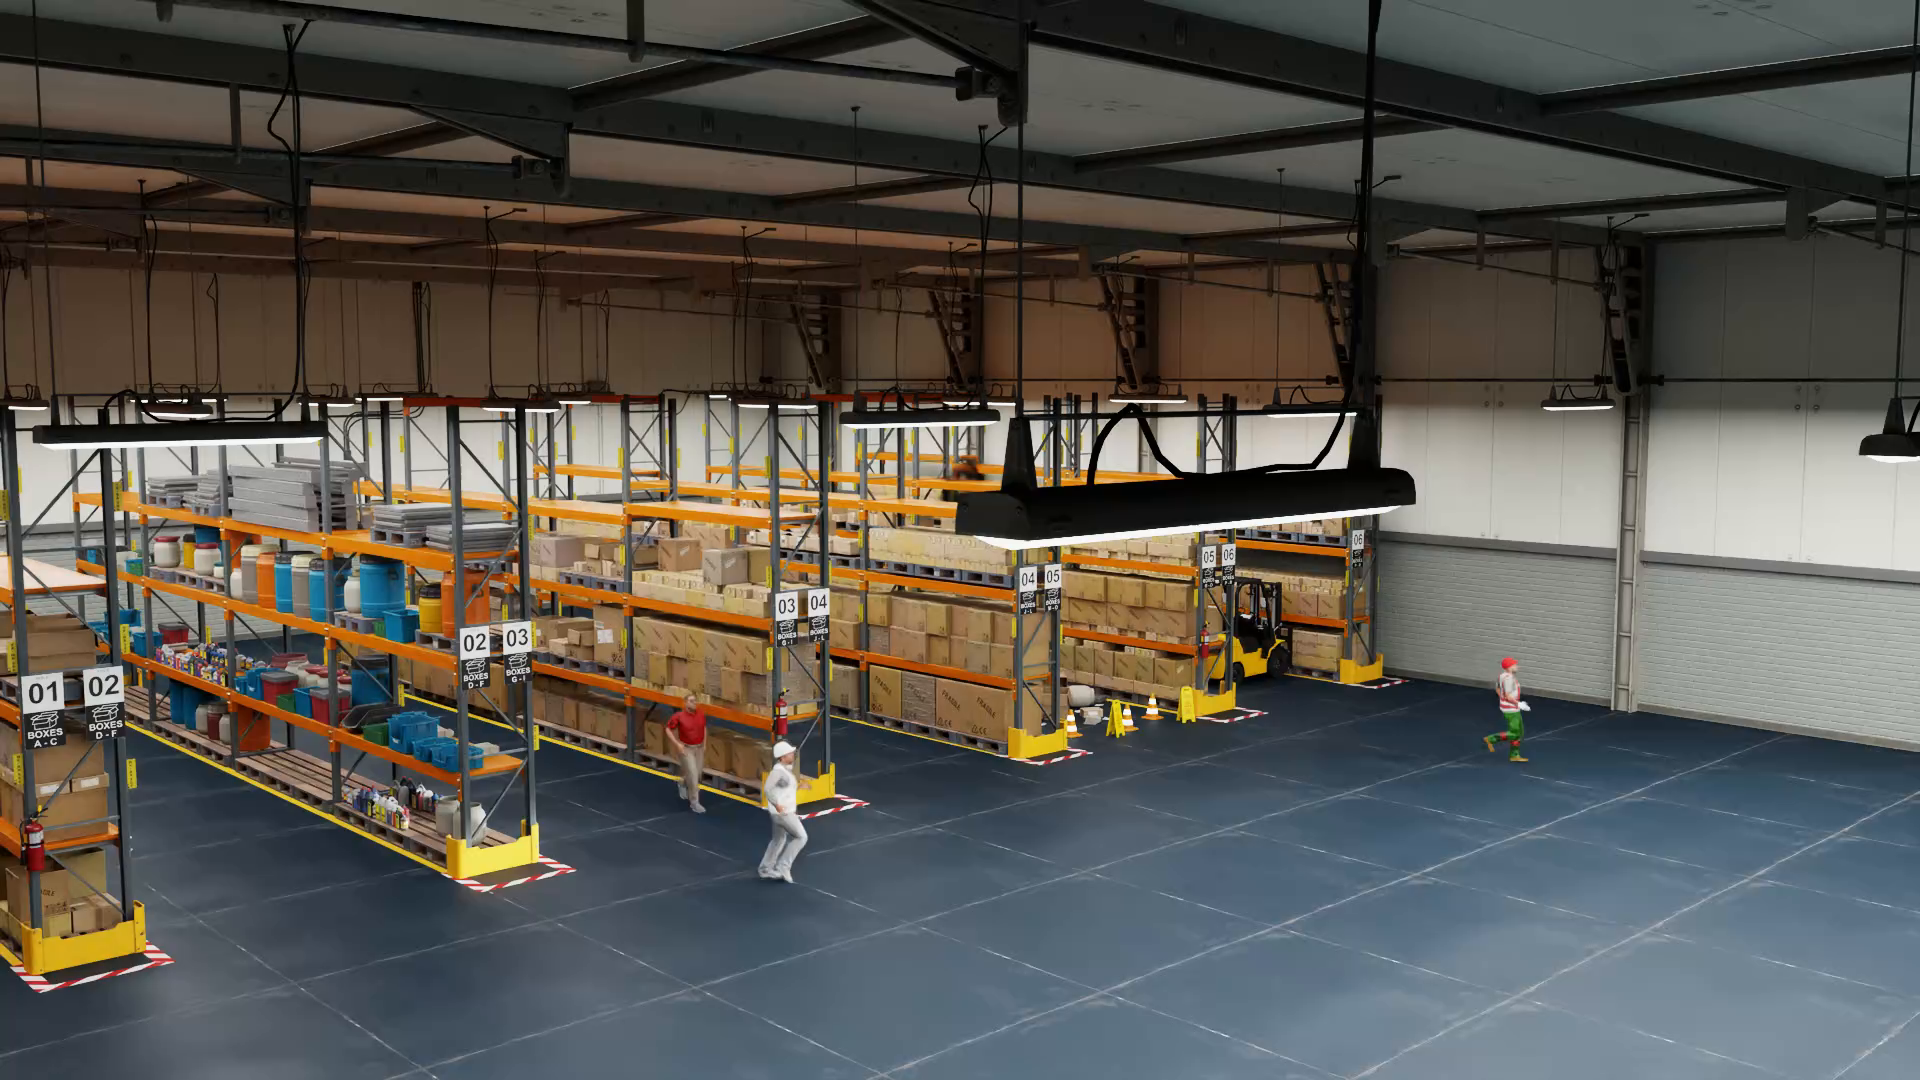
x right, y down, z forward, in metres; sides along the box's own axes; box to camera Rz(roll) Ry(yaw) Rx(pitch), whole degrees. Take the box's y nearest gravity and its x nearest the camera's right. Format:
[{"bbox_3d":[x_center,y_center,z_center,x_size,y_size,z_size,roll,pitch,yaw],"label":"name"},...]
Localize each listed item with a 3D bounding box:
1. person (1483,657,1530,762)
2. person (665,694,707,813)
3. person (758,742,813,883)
[{"bbox_3d":[9.051,2.805,27.518,0.734,1.749,0.667,1,6,8],"label":"person"},{"bbox_3d":[-4.020,3.119,24.565,0.669,1.724,0.794,-5,8,-44],"label":"person"},{"bbox_3d":[-2.206,3.427,21.024,0.709,1.779,0.631,-1,6,-11],"label":"person"}]
